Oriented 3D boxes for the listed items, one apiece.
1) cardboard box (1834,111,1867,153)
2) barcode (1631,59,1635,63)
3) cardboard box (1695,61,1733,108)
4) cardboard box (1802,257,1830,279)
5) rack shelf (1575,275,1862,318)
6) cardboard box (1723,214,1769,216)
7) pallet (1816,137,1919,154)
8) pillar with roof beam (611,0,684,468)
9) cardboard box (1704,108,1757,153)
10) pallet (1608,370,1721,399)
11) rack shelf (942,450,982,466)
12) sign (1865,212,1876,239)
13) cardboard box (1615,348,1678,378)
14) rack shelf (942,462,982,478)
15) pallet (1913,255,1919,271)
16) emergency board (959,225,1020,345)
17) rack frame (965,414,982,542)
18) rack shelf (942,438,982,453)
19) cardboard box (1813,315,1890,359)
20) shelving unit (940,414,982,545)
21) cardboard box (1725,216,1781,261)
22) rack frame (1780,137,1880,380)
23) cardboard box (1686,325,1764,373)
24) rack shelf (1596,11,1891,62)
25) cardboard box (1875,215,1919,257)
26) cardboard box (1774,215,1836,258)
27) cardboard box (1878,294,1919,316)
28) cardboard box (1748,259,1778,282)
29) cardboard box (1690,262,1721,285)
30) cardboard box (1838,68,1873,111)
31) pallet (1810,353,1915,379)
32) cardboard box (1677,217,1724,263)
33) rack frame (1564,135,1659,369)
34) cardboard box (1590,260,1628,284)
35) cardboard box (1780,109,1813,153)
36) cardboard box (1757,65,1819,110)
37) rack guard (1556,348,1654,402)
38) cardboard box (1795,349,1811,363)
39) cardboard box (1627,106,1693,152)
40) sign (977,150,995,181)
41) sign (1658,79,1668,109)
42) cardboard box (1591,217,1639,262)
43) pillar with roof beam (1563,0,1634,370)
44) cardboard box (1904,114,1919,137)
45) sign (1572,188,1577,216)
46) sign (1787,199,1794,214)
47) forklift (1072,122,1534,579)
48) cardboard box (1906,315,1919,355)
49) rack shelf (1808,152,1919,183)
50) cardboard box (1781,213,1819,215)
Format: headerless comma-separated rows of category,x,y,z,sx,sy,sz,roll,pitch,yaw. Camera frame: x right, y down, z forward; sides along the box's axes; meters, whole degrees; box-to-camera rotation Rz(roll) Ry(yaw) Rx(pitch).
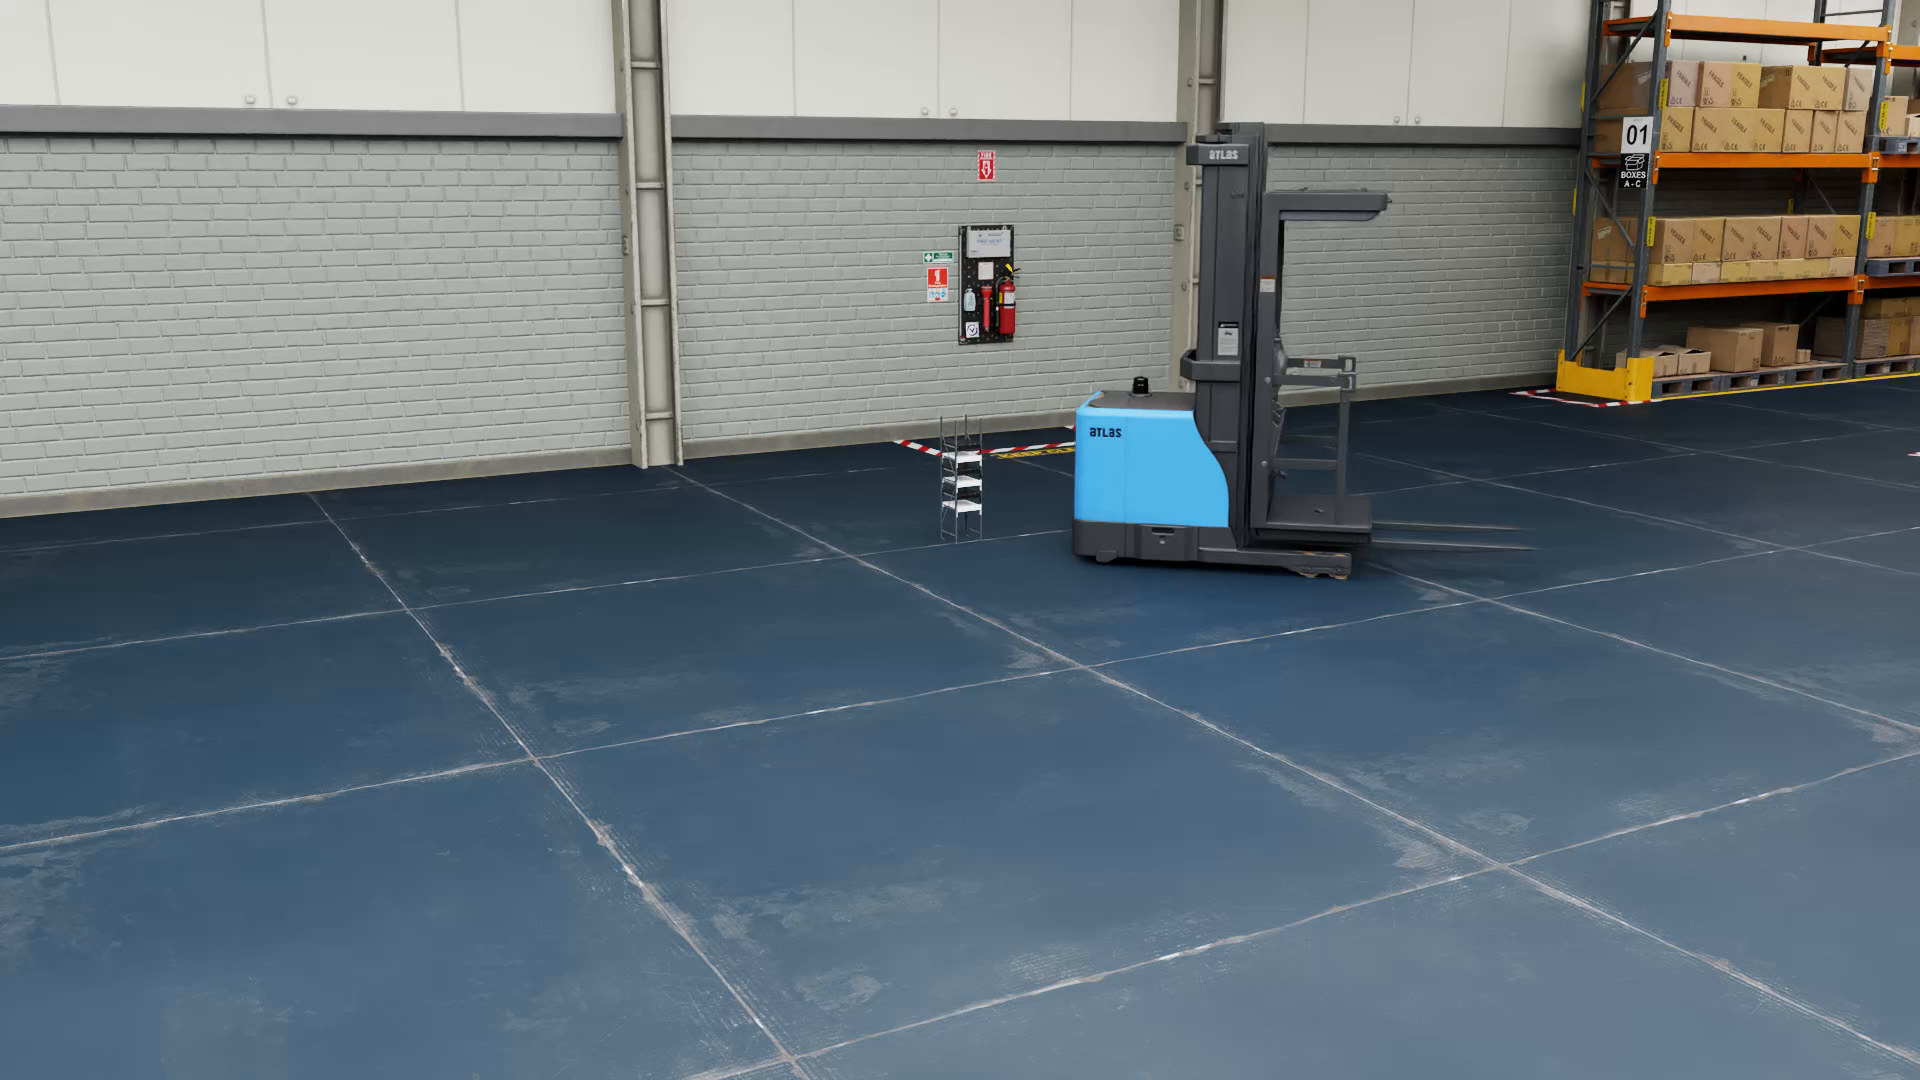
cardboard box,10.752,-5.022,20.487,0.500,0.500,0.500,-6,14,-26
barcode,7.952,-5.644,19.653,0.075,0.075,0.001,-7,14,-28
cardboard box,8.487,-5.227,19.120,0.500,0.500,0.500,-7,14,-29
cardboard box,10.367,-3.379,20.586,0.500,0.250,0.500,-7,14,-28
rack shelf,9.324,-3.040,20.423,4.000,0.370,1.077,-7,14,-28
cardboard box,9.671,-3.789,20.703,0.500,0.500,0.500,-6,14,-26
pallet,11.672,-5.017,21.167,1.003,0.211,1.213,-7,14,-28
pillar with roof beam,-0.702,-4.255,10.522,0.400,9.000,9.100,-7,14,-28
cardboard box,8.924,-4.794,19.475,0.500,0.500,0.500,-6,14,-25
pallet,8.365,-1.907,20.100,1.213,0.211,1.003,-7,14,-28
rack shelf,0.007,-0.583,11.982,0.200,0.077,0.258,-7,14,-28
sign,11.346,-3.920,20.723,0.005,0.325,0.100,-7,14,-28
cardboard box,8.219,-2.139,19.902,0.500,0.311,0.500,-9,15,-34
rack shelf,0.007,-0.495,12.002,0.200,0.077,0.258,-7,14,-28
pallet,12.872,-3.712,22.209,1.213,0.211,1.003,-7,14,-28
emergency board,0.315,-2.537,16.550,0.643,1.169,0.194,-7,14,-28
rack frame,0.096,-0.451,12.062,0.006,0.900,0.240,-7,14,-28
rack shelf,0.007,-0.671,11.962,0.200,0.077,0.258,-7,14,-28
cardboard box,11.717,-2.677,21.863,0.500,0.500,0.700,-6,14,-26
shelving unit,0.007,-0.440,12.014,0.210,0.900,0.258,-7,14,-28
cardboard box,9.474,-3.635,20.017,0.500,0.500,0.500,-6,14,-26
rack frame,11.079,-3.601,21.279,0.127,3.000,1.000,-7,14,-28
cardboard box,9.387,-2.358,20.448,0.500,0.500,0.700,-8,15,-31
rack shelf,9.324,-5.965,19.765,4.000,0.370,1.077,-7,14,-28
cardboard box,12.036,-3.969,21.683,0.500,0.500,0.700,-5,14,-22
cardboard box,10.377,-3.741,20.487,0.500,0.500,0.500,-7,14,-28
cardboard box,12.557,-3.145,22.236,0.500,0.250,0.500,-7,15,-29
cardboard box,9.492,-3.270,20.102,0.500,0.250,0.500,-7,14,-27
cardboard box,8.598,-3.164,19.634,0.500,0.250,0.500,-7,15,-30
cardboard box,10.769,-5.506,20.360,0.500,0.500,0.500,-8,15,-33
pallet,11.762,-2.323,21.950,1.213,0.211,1.003,-7,14,-28
cardboard box,8.570,-3.525,19.529,0.500,0.500,0.500,-7,14,-28
rack frame,7.568,-3.180,19.409,0.127,3.000,1.000,-7,14,-28
cardboard box,7.886,-3.203,19.808,0.500,0.250,0.500,-7,14,-27
cardboard box,9.836,-4.906,19.972,0.500,0.500,0.500,-7,15,-30
cardboard box,9.840,-5.389,19.842,0.500,0.500,0.500,-7,15,-30
rack guard,7.635,-1.969,19.719,0.348,0.500,1.175,-7,14,-28
cardboard box,10.624,-2.371,21.266,0.250,0.166,0.380,-9,16,-35
cardboard box,7.982,-4.689,19.009,0.500,0.500,0.500,-6,14,-26
sign,0.260,-3.686,16.377,0.199,0.298,0.001,-7,14,-28
sign,7.828,-4.966,18.519,0.005,0.325,0.100,-7,14,-28
cardboard box,7.880,-3.573,19.743,0.500,0.500,0.500,-7,14,-28
pillar with roof beam,9.831,-5.518,16.132,0.400,9.000,9.100,-7,14,-28
cardboard box,12.138,-5.333,21.388,0.500,0.311,0.500,-6,14,-26
sign,7.320,-4.008,19.732,0.005,0.325,0.100,-7,14,-28
sign,10.810,-4.273,21.625,0.005,0.325,0.100,-7,14,-28
forklift,2.340,-1.299,11.207,3.031,2.935,1.130,3,13,13
cardboard box,12.614,-2.787,22.352,0.500,0.500,0.700,-7,14,-27
rack shelf,12.835,-4.924,21.963,4.000,0.370,1.077,-7,14,-28
cardboard box,10.567,-3.894,21.170,0.500,0.500,0.500,-7,15,-29
